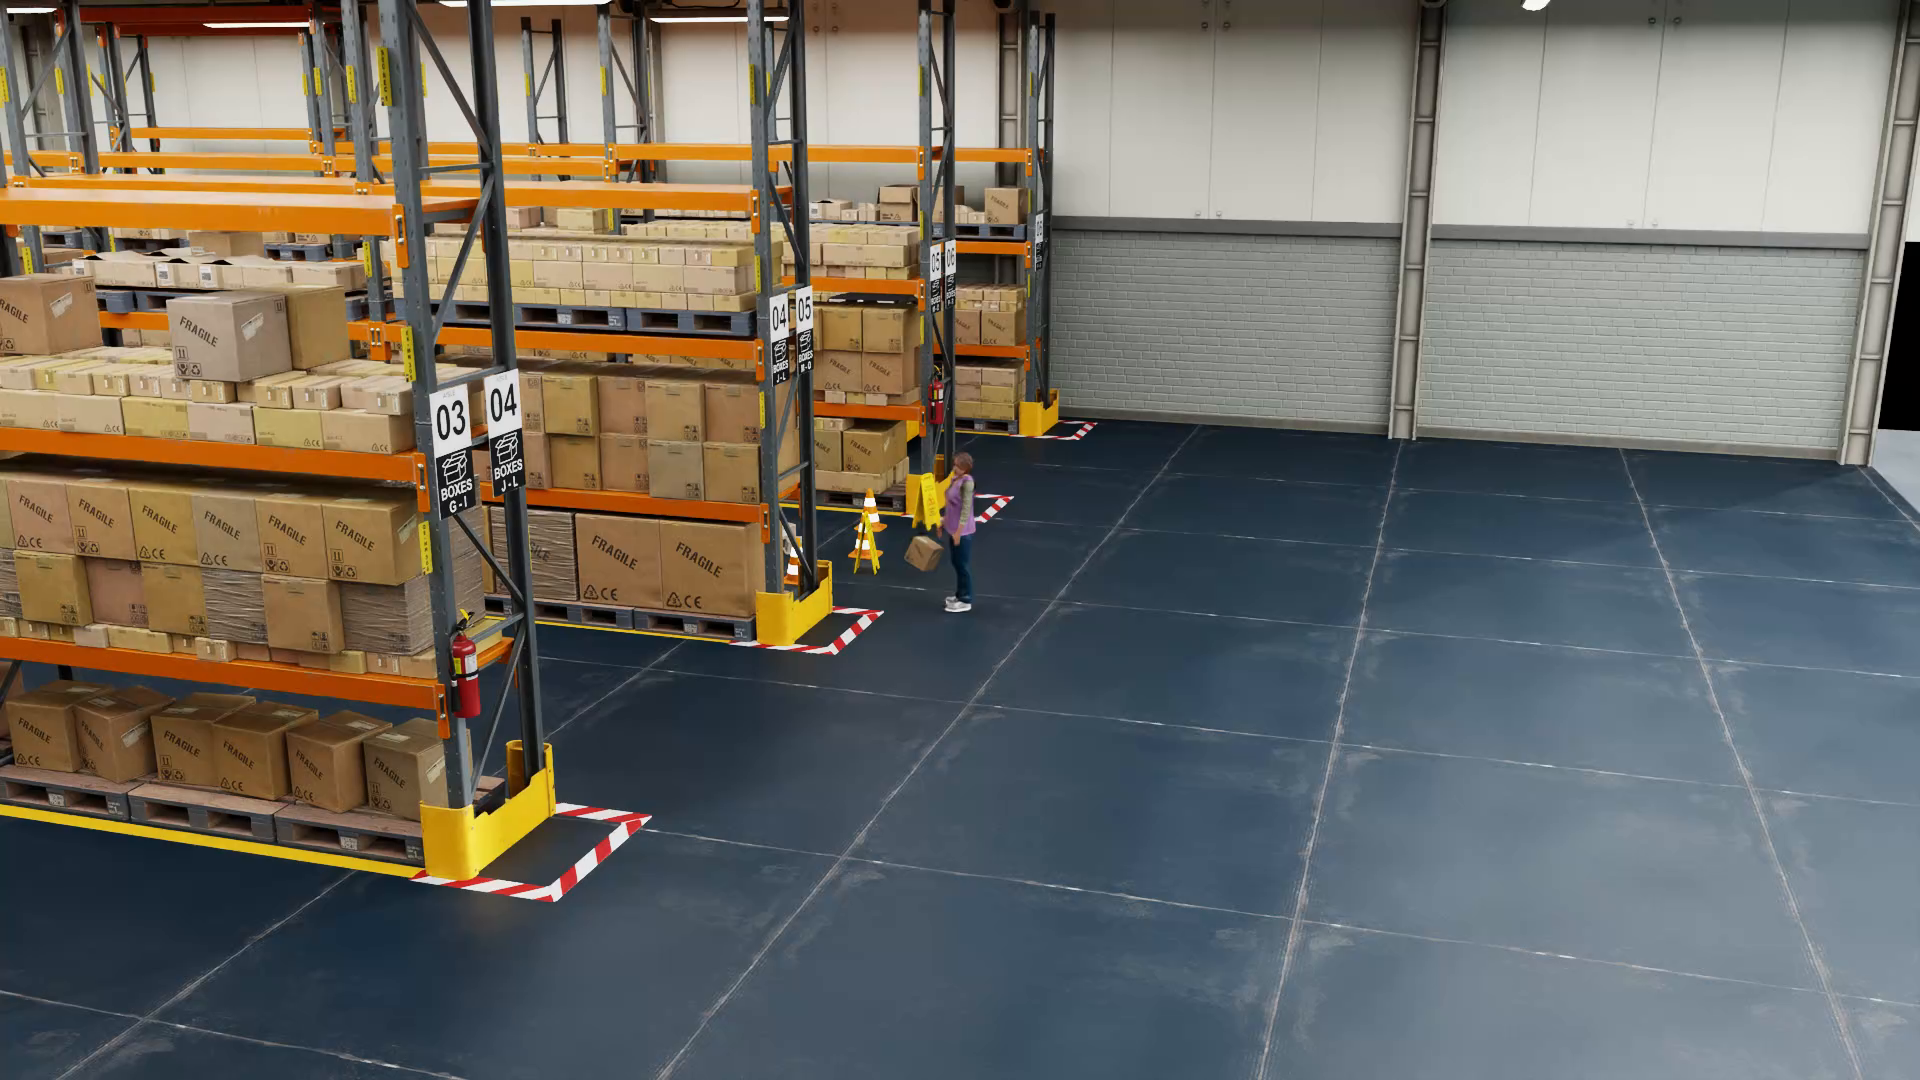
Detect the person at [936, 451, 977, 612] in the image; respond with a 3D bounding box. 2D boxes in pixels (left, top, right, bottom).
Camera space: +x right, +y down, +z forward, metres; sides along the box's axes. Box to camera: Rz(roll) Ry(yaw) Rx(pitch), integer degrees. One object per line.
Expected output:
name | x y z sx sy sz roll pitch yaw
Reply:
person | -0.041 -0.085 16.185 0.343 1.605 0.517 -4 16 -15
